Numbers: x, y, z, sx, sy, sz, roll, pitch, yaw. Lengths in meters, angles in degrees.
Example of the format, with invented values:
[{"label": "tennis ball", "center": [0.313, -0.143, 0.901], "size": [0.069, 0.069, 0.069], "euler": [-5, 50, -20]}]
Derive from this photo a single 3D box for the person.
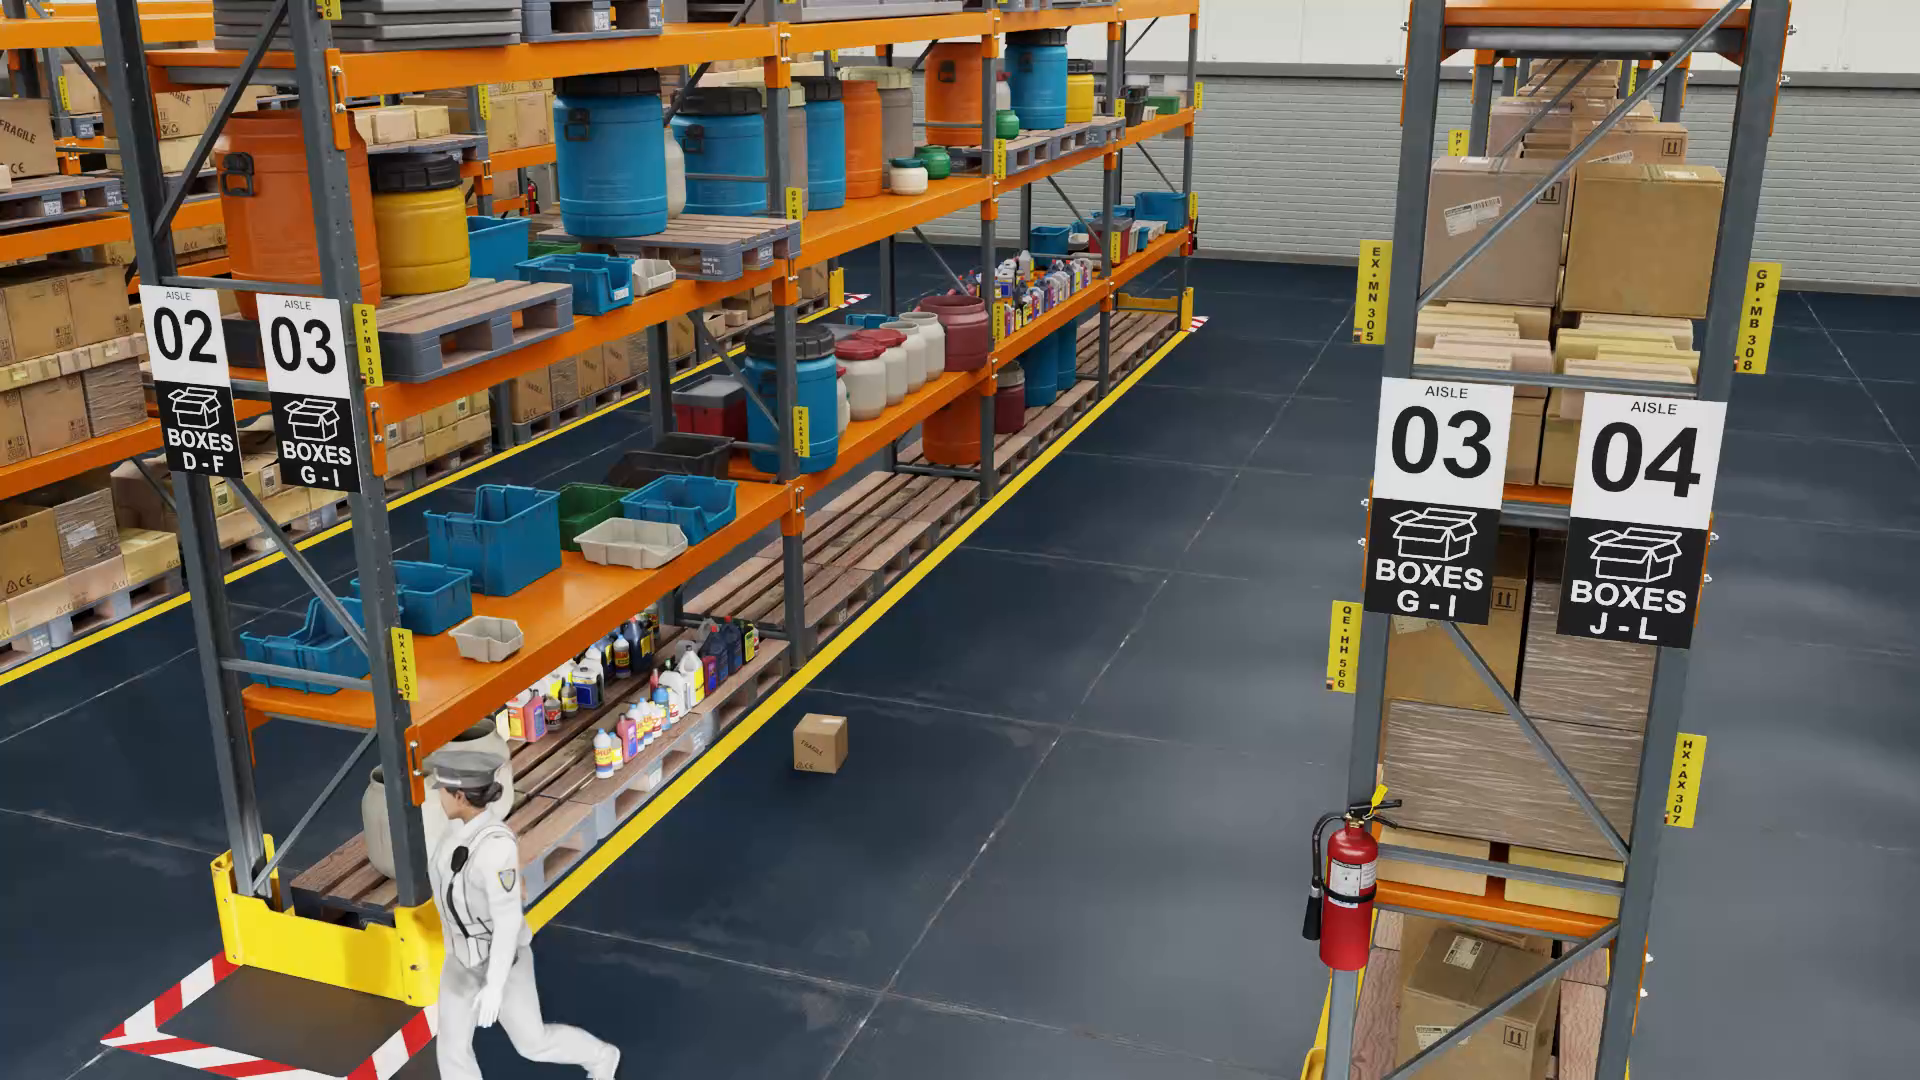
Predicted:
[{"label": "person", "center": [-1.763, 1.590, 6.376], "size": [0.903, 1.619, 0.555], "euler": [-17, 25, -41]}]
